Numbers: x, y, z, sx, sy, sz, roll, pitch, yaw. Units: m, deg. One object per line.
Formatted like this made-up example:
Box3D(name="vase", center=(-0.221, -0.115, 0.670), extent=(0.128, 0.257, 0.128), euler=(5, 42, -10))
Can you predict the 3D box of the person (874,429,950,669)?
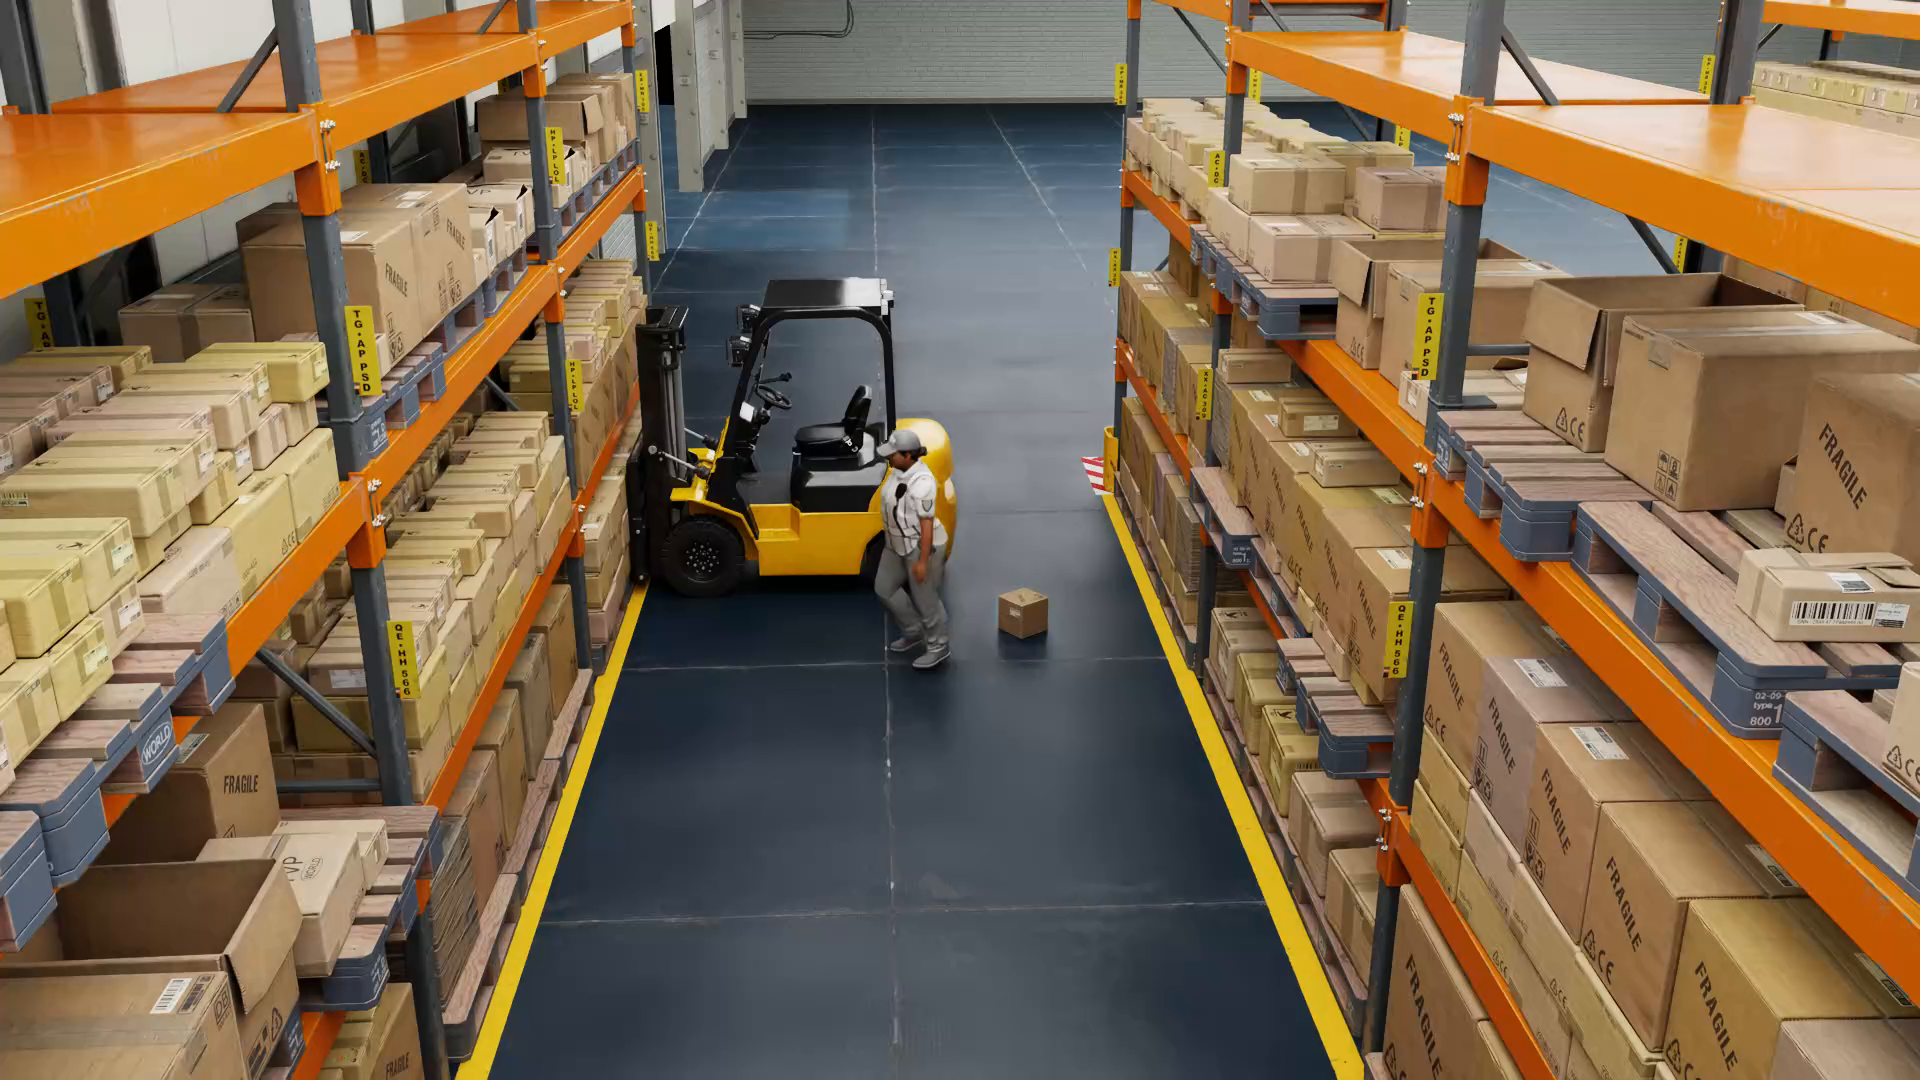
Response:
Box3D(name="person", center=(-0.316, 0.047, 10.915), extent=(0.484, 1.660, 0.572), euler=(-12, 24, -28))
